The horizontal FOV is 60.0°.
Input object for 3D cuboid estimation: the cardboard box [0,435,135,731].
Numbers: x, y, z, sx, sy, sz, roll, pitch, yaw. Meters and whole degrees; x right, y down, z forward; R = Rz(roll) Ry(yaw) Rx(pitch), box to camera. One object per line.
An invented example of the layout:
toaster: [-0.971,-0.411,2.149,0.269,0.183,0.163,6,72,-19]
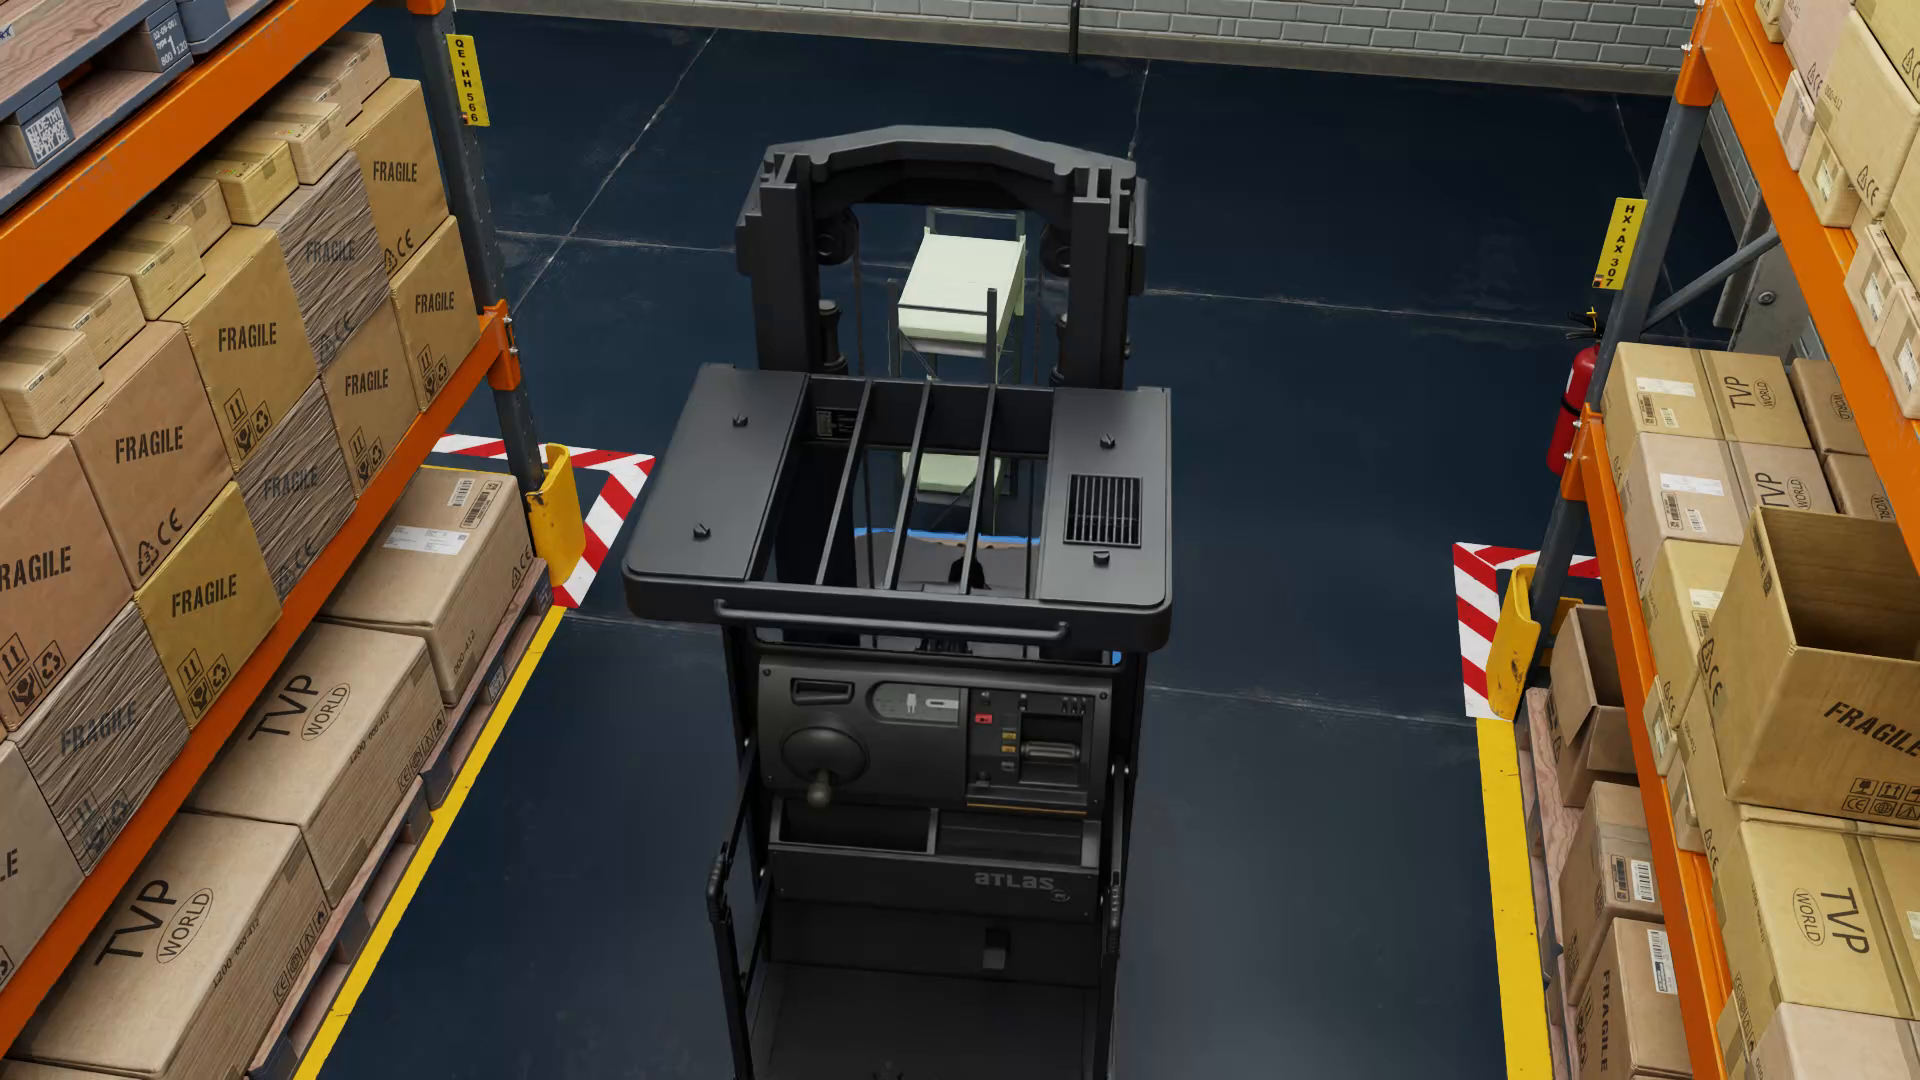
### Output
cardboard box: [-2.400,0.072,3.946,0.500,0.500,0.500,7,40,9]

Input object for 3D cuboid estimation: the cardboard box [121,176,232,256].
cardboard box: [-2.268,-0.889,4.599,0.380,0.149,0.250,6,40,7]

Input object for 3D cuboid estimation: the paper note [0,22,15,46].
paper note: [-2.012,-1.042,3.470,0.006,0.032,0.123,6,40,8]

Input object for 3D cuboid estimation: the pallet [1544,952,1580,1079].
pallet: [2.304,1.826,4.876,1.003,0.211,1.213,6,40,8]

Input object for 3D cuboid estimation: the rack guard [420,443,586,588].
rack guard: [-2.218,-0.157,7.048,1.175,0.500,0.348,6,40,8]

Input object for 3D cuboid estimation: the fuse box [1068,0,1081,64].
fuse box: [0.774,-3.827,10.536,0.539,1.711,0.414,6,40,8]

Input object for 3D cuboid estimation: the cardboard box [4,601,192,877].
cardboard box: [-2.392,0.474,4.244,0.500,0.500,0.500,7,40,8]

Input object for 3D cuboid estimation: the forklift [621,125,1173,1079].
forklift: [-0.089,0.606,4.217,1.130,2.935,3.031,4,40,4]

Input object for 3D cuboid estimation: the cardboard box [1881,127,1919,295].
cardboard box: [2.086,-0.557,3.100,0.500,0.250,0.500,6,40,7]

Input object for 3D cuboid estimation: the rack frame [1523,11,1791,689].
rack frame: [2.667,-0.561,5.574,1.000,3.000,0.127,6,40,8]

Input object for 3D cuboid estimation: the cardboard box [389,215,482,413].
cardboard box: [-2.045,-0.812,5.800,0.500,0.500,0.500,7,40,8]

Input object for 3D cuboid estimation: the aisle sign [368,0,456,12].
aisle sign: [-1.904,-2.118,5.418,0.394,0.787,0.004,6,40,8]

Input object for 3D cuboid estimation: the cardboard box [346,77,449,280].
cardboard box: [-2.071,-1.201,5.485,0.500,0.500,0.500,8,40,9]

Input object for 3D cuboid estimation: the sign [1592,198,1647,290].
sign: [2.133,-0.954,5.370,0.100,0.325,0.005,6,40,8]

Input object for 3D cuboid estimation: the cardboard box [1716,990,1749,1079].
cardboard box: [1.915,1.162,3.688,0.380,0.149,0.250,6,40,7]

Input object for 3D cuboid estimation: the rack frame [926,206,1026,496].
rack frame: [0.062,-0.804,7.045,0.400,1.500,0.023,6,40,8]

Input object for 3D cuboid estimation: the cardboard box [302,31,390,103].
cardboard box: [-2.087,-1.532,5.377,0.380,0.149,0.250,7,40,8]

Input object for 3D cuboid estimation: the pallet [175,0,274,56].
pallet: [-2.340,-1.761,4.741,1.003,0.211,1.213,6,40,8]

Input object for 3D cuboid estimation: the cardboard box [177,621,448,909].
cardboard box: [-2.388,0.721,5.706,0.875,0.438,0.875,7,40,9]

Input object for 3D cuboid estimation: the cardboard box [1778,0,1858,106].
cardboard box: [2.254,-1.204,3.882,0.500,0.250,0.500,7,40,9]

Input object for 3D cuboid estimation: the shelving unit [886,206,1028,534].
shelving unit: [-0.001,-0.574,6.767,0.431,1.500,0.755,6,40,8]

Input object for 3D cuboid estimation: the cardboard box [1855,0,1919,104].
cardboard box: [2.163,-1.081,3.342,0.500,0.250,0.500,6,40,7]

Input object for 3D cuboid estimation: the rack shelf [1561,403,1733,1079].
rack shelf: [2.321,0.972,4.285,1.077,0.370,4.000,6,40,8]

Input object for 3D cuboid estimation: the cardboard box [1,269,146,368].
cardboard box: [-2.318,-0.563,4.204,0.380,0.149,0.250,8,40,9]

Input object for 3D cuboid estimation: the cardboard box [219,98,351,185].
cardboard box: [-2.069,-1.199,4.974,0.380,0.149,0.250,6,40,7]

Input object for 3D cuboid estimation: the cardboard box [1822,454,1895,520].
cardboard box: [2.759,0.024,4.751,0.500,0.250,0.500,7,40,8]

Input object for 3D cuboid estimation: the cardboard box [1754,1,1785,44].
cardboard box: [2.383,-1.445,4.487,0.380,0.149,0.250,7,40,9]

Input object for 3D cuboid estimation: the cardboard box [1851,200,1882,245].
cardboard box: [2.138,-0.647,3.521,0.380,0.149,0.250,6,40,7]

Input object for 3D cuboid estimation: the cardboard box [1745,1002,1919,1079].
cardboard box: [1.895,1.230,3.292,0.500,0.250,0.500,7,40,8]

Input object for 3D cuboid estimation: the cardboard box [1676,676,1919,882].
cardboard box: [2.085,0.596,4.060,0.500,0.250,0.500,5,40,7]

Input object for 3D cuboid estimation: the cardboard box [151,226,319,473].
cardboard box: [-2.221,-0.559,4.709,0.500,0.500,0.500,6,40,7]

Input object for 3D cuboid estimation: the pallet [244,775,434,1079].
pallet: [-2.497,1.243,5.581,1.003,0.211,1.213,6,40,8]

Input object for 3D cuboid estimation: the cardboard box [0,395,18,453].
cardboard box: [-2.432,-0.246,3.821,0.380,0.149,0.250,6,40,8]

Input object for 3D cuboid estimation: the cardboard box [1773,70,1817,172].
cardboard box: [2.158,-0.974,3.917,0.380,0.149,0.250,7,40,9]

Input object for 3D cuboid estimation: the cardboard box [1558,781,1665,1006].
cardboard box: [2.282,1.147,5.141,0.700,0.500,0.500,8,40,9]

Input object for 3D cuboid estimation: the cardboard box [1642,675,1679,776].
cardboard box: [2.068,0.515,4.470,0.380,0.149,0.250,5,40,6]

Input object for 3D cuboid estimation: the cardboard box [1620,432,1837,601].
cardboard box: [2.237,-0.046,4.836,0.500,0.250,0.500,7,40,8]

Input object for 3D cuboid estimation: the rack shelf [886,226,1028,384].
rack shelf: [-0.001,-0.875,6.518,0.431,0.370,0.720,6,40,8]

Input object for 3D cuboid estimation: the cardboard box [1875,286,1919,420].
cardboard box: [1.984,-0.337,3.147,0.380,0.149,0.250,7,40,9]

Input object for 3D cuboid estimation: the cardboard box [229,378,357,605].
cardboard box: [-2.226,-0.175,5.029,0.500,0.500,0.500,7,40,9]

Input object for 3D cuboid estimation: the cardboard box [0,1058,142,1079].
cardboard box: [-2.700,1.848,4.342,0.875,0.438,0.875,6,40,7]

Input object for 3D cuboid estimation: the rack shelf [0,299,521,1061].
rack shelf: [-2.568,0.427,4.944,1.077,0.370,4.000,6,40,8]

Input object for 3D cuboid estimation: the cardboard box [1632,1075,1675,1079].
cardboard box: [2.102,1.798,4.353,0.700,0.500,0.500,5,40,6]
